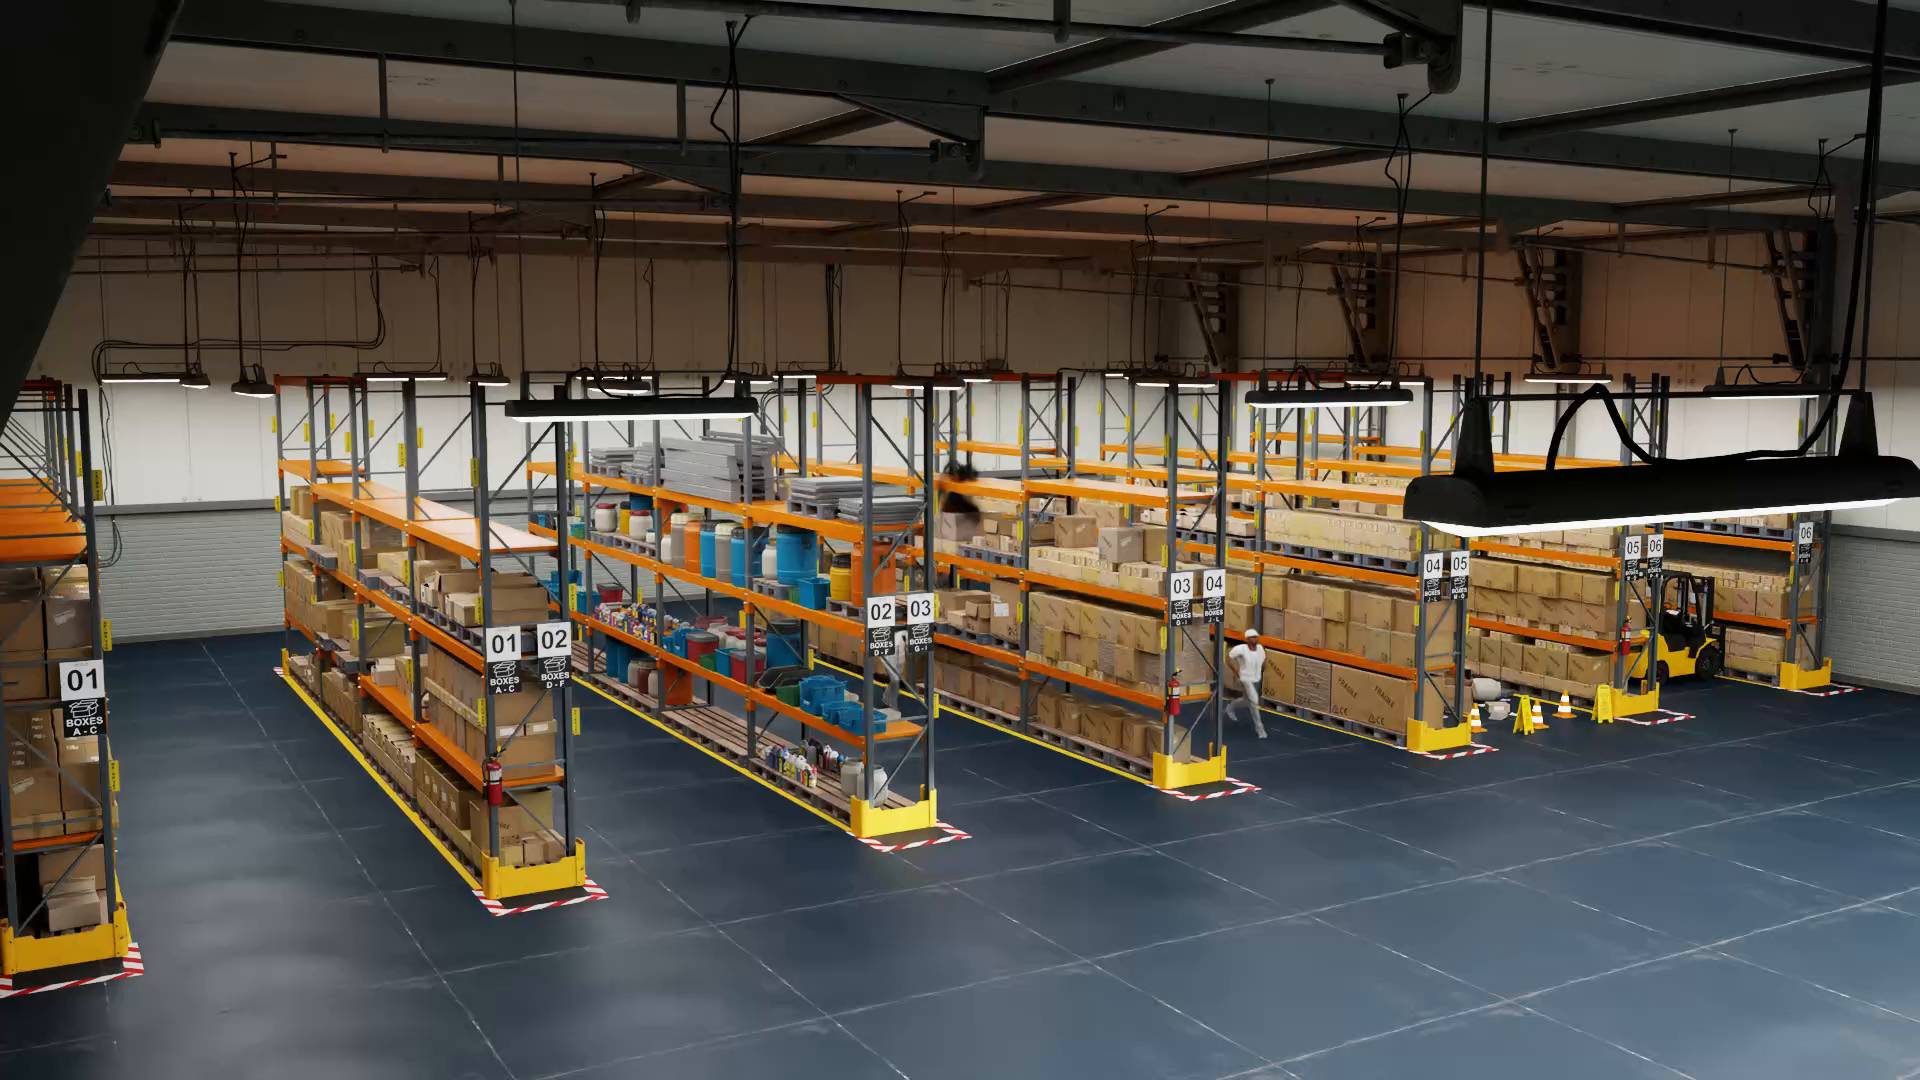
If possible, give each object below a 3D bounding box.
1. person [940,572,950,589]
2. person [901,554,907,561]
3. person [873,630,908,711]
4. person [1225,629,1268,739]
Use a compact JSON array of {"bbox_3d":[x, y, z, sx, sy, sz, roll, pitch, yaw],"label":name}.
[{"bbox_3d":[-0.435,0.888,42.252,0.800,1.667,0.680,-3,7,-26],"label":"person"},{"bbox_3d":[-1.490,1.053,41.507,0.464,1.527,0.641,-5,8,-38],"label":"person"},{"bbox_3d":[-1.194,2.198,29.865,0.690,1.797,0.847,-4,7,-30],"label":"person"},{"bbox_3d":[4.902,2.383,28.172,0.661,1.796,1.102,-5,8,-38],"label":"person"}]
